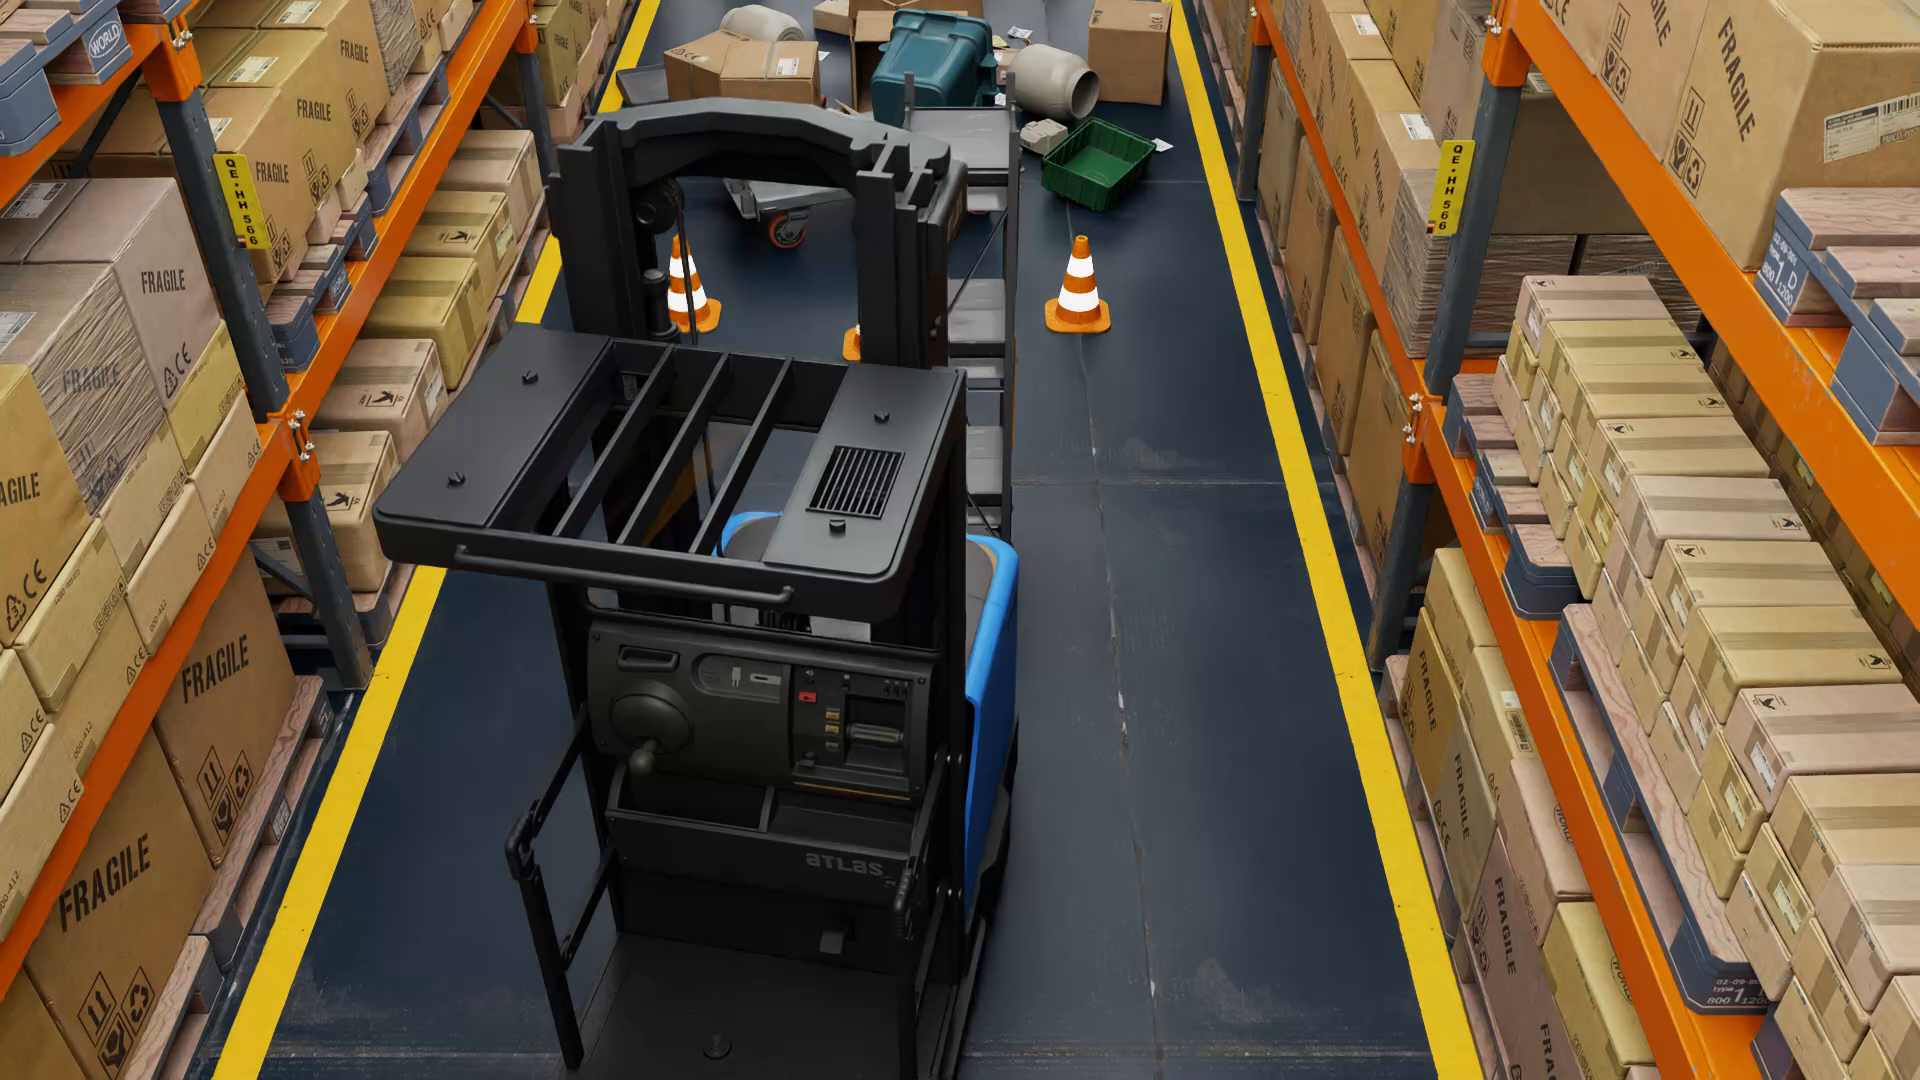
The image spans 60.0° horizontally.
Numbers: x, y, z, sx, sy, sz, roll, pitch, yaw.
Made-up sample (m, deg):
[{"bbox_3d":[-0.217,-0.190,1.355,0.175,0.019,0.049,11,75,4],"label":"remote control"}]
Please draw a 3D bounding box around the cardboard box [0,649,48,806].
[{"bbox_3d":[-2.542,0.519,3.924,0.500,0.250,0.500,-1,39,-1],"label":"cardboard box"}]

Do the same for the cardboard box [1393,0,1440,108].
[{"bbox_3d":[2.132,-2.027,6.501,0.700,0.500,0.500,-1,39,-1],"label":"cardboard box"}]

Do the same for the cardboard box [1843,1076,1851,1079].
[{"bbox_3d":[1.934,1.190,3.232,0.380,0.149,0.250,0,39,0],"label":"cardboard box"}]

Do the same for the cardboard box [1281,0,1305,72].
[{"bbox_3d":[1.856,-2.575,7.985,0.500,0.500,0.500,0,39,0],"label":"cardboard box"}]

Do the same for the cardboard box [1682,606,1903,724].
[{"bbox_3d":[1.934,0.290,3.879,0.380,0.149,0.250,-1,39,-1],"label":"cardboard box"}]

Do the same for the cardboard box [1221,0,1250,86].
[{"bbox_3d":[2.187,-3.473,10.548,0.875,0.875,0.875,0,39,0],"label":"cardboard box"}]

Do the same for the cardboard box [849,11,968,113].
[{"bbox_3d":[-0.289,-3.013,10.499,0.797,0.637,0.503,0,39,0],"label":"cardboard box"}]

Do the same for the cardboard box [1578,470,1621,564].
[{"bbox_3d":[1.934,-0.065,4.559,0.380,0.149,0.250,0,39,0],"label":"cardboard box"}]

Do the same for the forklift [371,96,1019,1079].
[{"bbox_3d":[-0.575,0.538,4.235,1.130,2.935,3.031,7,39,9],"label":"forklift"}]

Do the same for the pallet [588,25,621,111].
[{"bbox_3d":[-2.867,-3.211,11.088,1.003,0.211,1.213,0,39,0],"label":"pallet"}]

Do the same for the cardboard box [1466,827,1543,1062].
[{"bbox_3d":[1.883,1.210,5.005,0.500,0.500,0.500,-1,39,-1],"label":"cardboard box"}]

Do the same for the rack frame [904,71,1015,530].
[{"bbox_3d":[0.000,-0.868,6.655,0.400,2.100,0.015,0,39,0],"label":"rack frame"}]

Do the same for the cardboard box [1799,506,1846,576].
[{"bbox_3d":[2.584,0.035,4.673,0.380,0.149,0.250,-1,39,-1],"label":"cardboard box"}]

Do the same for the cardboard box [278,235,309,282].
[{"bbox_3d":[-2.604,-1.059,6.038,0.380,0.149,0.250,-2,39,-3],"label":"cardboard box"}]

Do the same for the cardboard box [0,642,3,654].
[{"bbox_3d":[-2.564,0.229,3.686,0.500,0.500,0.500,-1,39,-1],"label":"cardboard box"}]

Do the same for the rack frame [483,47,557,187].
[{"bbox_3d":[-2.827,-3.114,8.737,1.000,3.000,0.127,0,39,0],"label":"rack frame"}]

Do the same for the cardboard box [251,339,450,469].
[{"bbox_3d":[-2.822,-0.566,7.323,0.950,0.372,0.625,-1,39,-1],"label":"cardboard box"}]

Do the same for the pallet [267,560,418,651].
[{"bbox_3d":[-2.822,-0.013,7.098,1.003,0.211,1.213,0,39,0],"label":"pallet"}]

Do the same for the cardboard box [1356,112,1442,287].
[{"bbox_3d":[1.859,-1.312,6.408,0.500,0.500,0.500,0,39,0],"label":"cardboard box"}]

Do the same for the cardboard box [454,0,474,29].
[{"bbox_3d":[-2.532,-2.532,7.876,0.380,0.149,0.250,-1,39,-1],"label":"cardboard box"}]

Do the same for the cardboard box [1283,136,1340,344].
[{"bbox_3d":[2.211,-1.475,8.156,1.050,0.750,0.750,0,39,0],"label":"cardboard box"}]

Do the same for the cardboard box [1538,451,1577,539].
[{"bbox_3d":[1.927,-0.129,4.877,0.380,0.149,0.250,2,39,2],"label":"cardboard box"}]

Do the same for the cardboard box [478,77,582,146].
[{"bbox_3d":[-2.558,-2.574,9.926,0.500,0.250,0.500,-2,39,-2],"label":"cardboard box"}]

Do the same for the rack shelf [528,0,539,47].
[{"bbox_3d":[-2.829,-4.084,10.523,1.077,0.370,4.000,0,39,0],"label":"rack shelf"}]

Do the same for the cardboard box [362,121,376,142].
[{"bbox_3d":[-2.655,-1.729,6.874,0.380,0.149,0.250,1,39,2],"label":"cardboard box"}]

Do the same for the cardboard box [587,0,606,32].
[{"bbox_3d":[-2.569,-3.526,10.514,0.500,0.500,0.500,2,39,2],"label":"cardboard box"}]

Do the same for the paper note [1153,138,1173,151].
[{"bbox_3d":[1.217,-2.442,10.273,0.147,0.020,0.142,-28,46,-30],"label":"paper note"}]

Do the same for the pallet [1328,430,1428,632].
[{"bbox_3d":[2.202,-0.084,7.187,1.003,0.211,1.213,0,39,0],"label":"pallet"}]

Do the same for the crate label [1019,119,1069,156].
[{"bbox_3d":[0.520,-2.481,10.236,0.298,0.136,0.250,-28,46,-30],"label":"crate label"}]

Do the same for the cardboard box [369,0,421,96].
[{"bbox_3d":[-2.599,-2.184,6.923,0.500,0.500,0.500,-1,39,-2],"label":"cardboard box"}]

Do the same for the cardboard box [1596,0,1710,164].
[{"bbox_3d":[1.870,-1.219,3.894,0.500,0.500,0.500,0,39,0],"label":"cardboard box"}]

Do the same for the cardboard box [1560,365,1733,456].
[{"bbox_3d":[1.933,-0.367,4.699,0.380,0.149,0.250,0,39,0],"label":"cardboard box"}]

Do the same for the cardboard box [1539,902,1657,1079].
[{"bbox_3d":[1.876,1.223,4.388,0.500,0.250,0.500,-2,39,-2],"label":"cardboard box"}]

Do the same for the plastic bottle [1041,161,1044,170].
[{"bbox_3d":[0.613,-2.206,9.954,0.133,0.061,0.283,-20,43,-23],"label":"plastic bottle"}]

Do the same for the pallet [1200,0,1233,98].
[{"bbox_3d":[2.196,-3.333,11.241,1.003,0.211,1.213,0,39,0],"label":"pallet"}]

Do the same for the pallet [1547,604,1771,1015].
[{"bbox_3d":[2.171,0.633,4.215,1.003,0.211,1.213,0,39,0],"label":"pallet"}]

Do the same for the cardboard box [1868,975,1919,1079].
[{"bbox_3d":[1.937,0.943,3.063,0.380,0.149,0.250,-1,39,-1],"label":"cardboard box"}]

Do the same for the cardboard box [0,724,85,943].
[{"bbox_3d":[-2.532,0.715,4.079,0.500,0.250,0.500,-1,39,-1],"label":"cardboard box"}]

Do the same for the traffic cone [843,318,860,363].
[{"bbox_3d":[-0.425,-1.169,8.339,0.336,0.463,0.334,0,39,0],"label":"traffic cone"}]

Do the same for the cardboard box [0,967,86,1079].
[{"bbox_3d":[-2.907,1.601,4.216,0.875,0.875,0.875,1,39,1],"label":"cardboard box"}]

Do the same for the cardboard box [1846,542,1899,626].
[{"bbox_3d":[2.586,0.091,4.365,0.380,0.149,0.250,0,39,0],"label":"cardboard box"}]

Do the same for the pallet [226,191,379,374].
[{"bbox_3d":[-2.930,-0.983,6.232,1.213,0.211,1.003,0,39,0],"label":"pallet"}]

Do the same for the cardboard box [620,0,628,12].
[{"bbox_3d":[-2.569,-3.877,11.552,0.500,0.250,0.500,0,39,0],"label":"cardboard box"}]

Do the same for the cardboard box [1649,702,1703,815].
[{"bbox_3d":[1.929,0.526,4.059,0.380,0.149,0.250,-1,39,-2],"label":"cardboard box"}]

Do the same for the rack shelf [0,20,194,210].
[{"bbox_3d":[-2.820,-0.252,3.342,1.077,0.370,4.000,0,39,0],"label":"rack shelf"}]

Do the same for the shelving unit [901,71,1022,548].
[{"bbox_3d":[0.000,-0.716,6.464,0.431,2.100,0.503,0,39,0],"label":"shelving unit"}]

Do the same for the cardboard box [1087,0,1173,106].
[{"bbox_3d":[1.095,-3.176,10.812,0.500,0.500,0.500,6,39,8],"label":"cardboard box"}]

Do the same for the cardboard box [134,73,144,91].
[{"bbox_3d":[-3.113,-1.539,6.118,0.500,0.500,0.500,-1,39,-1],"label":"cardboard box"}]

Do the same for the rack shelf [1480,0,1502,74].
[{"bbox_3d":[2.125,-2.820,6.547,1.077,0.370,4.000,0,39,0],"label":"rack shelf"}]

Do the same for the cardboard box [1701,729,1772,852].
[{"bbox_3d":[1.929,0.567,3.771,0.380,0.149,0.250,0,39,0],"label":"cardboard box"}]

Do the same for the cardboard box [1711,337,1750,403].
[{"bbox_3d":[2.583,-0.553,5.168,0.380,0.149,0.250,1,39,1],"label":"cardboard box"}]
